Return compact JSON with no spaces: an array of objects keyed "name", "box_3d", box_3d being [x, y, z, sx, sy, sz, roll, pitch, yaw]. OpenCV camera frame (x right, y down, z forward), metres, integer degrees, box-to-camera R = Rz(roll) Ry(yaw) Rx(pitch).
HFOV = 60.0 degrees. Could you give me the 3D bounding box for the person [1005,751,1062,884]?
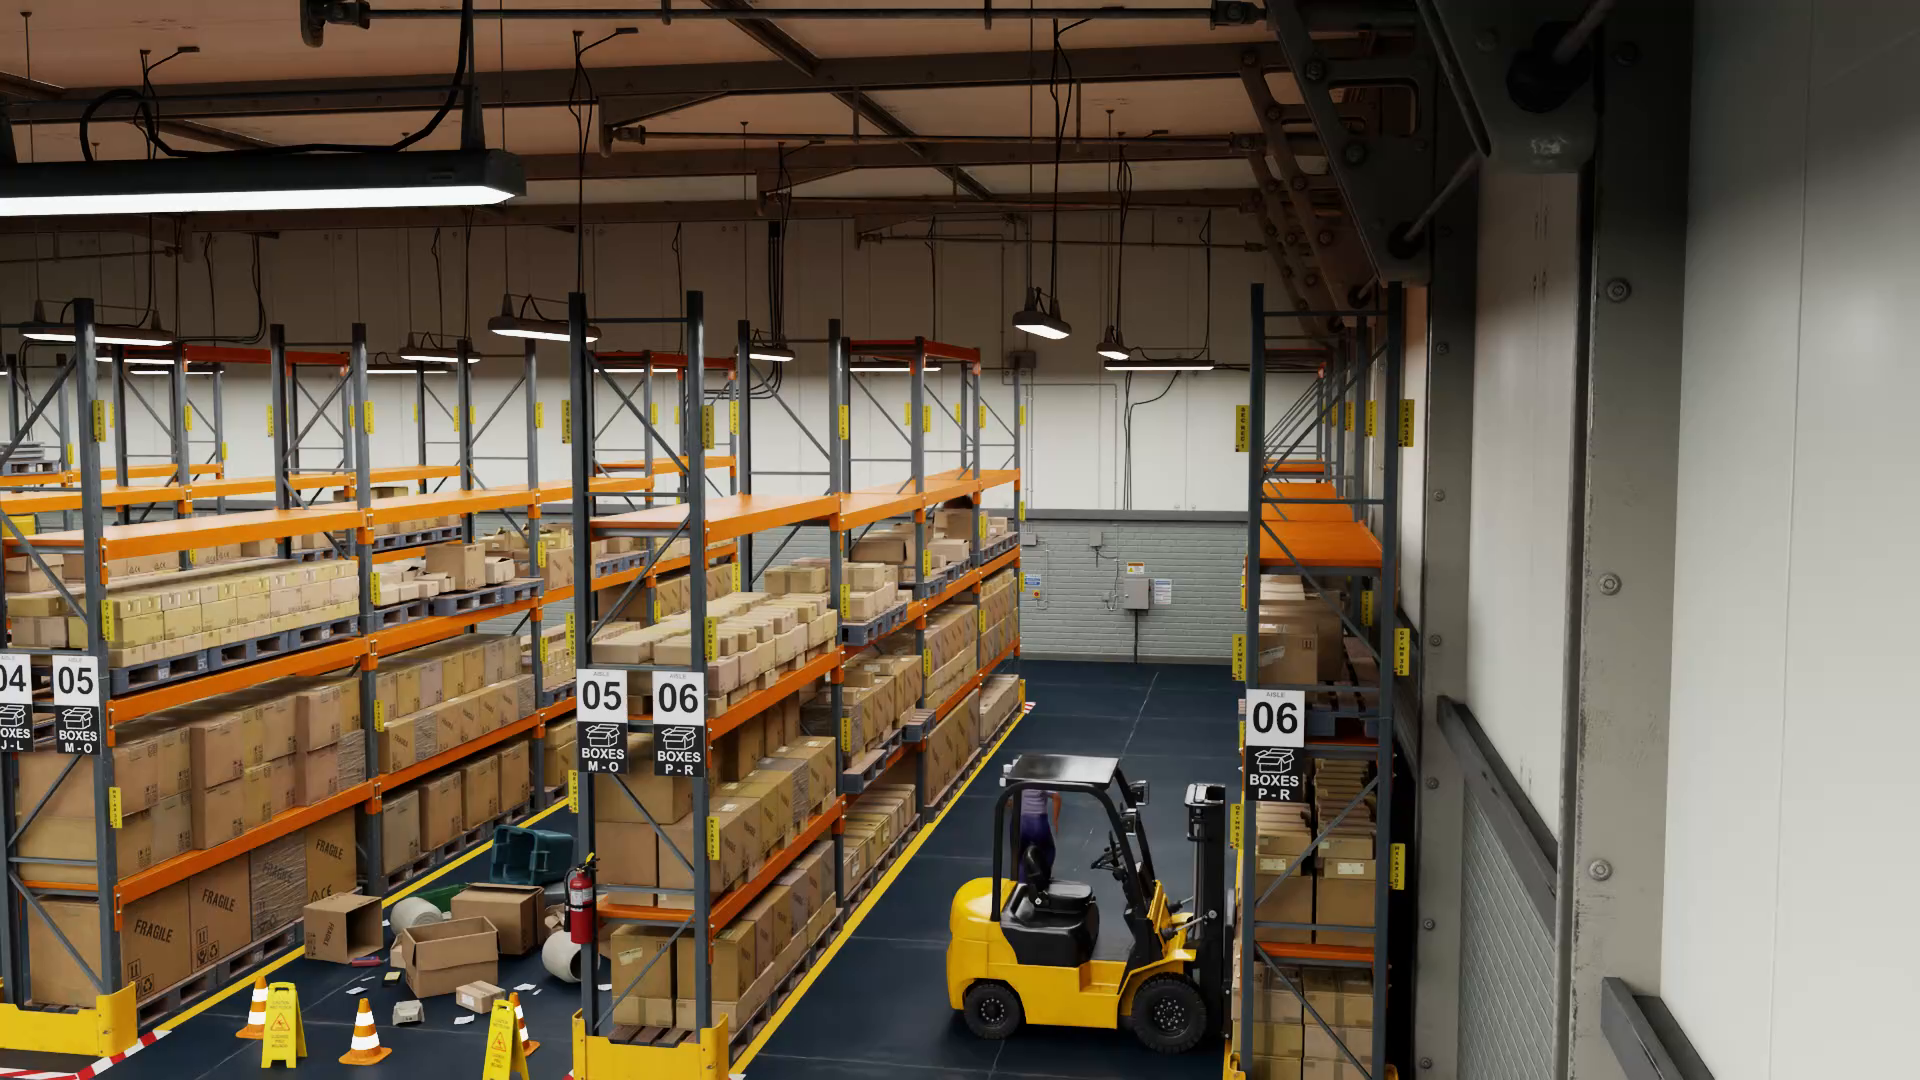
[{"name":"person","box_3d":[0.772,2.998,17.202,0.640,1.652,0.643,1,5,15]}]
